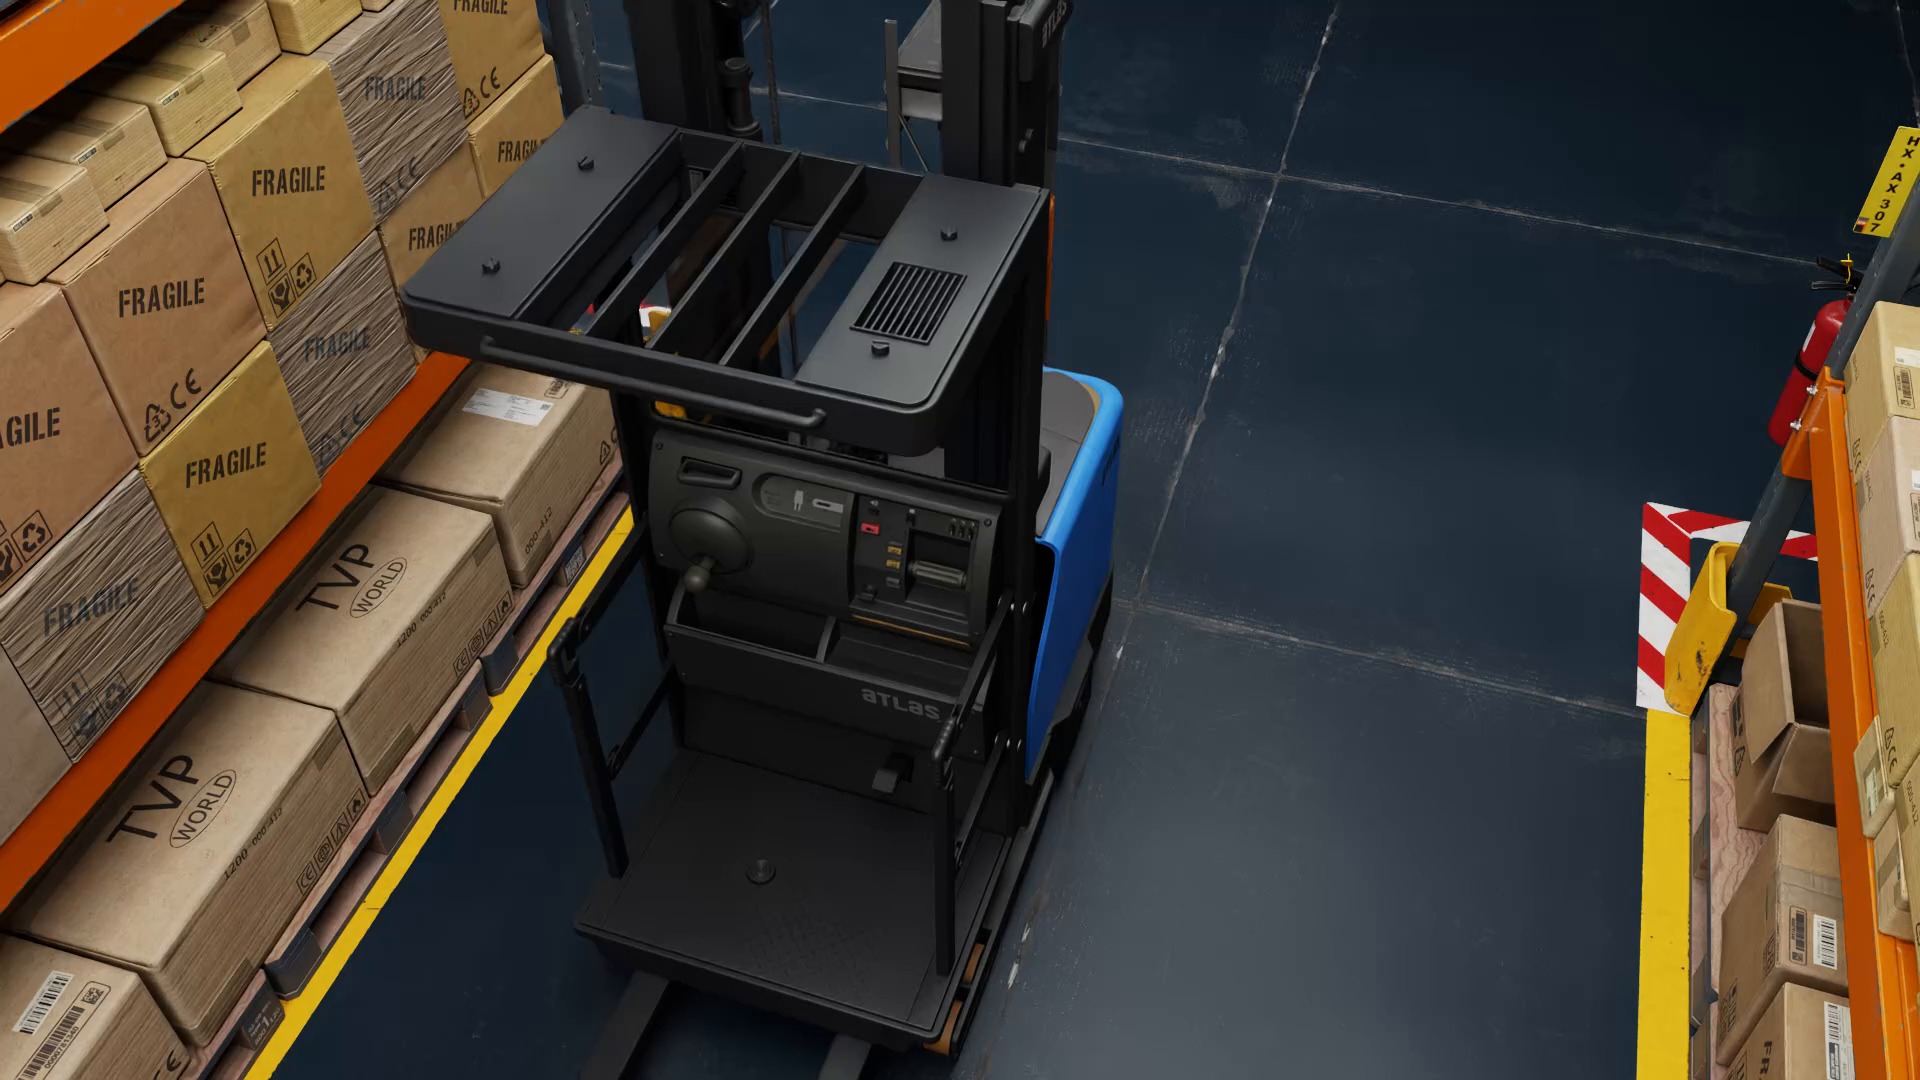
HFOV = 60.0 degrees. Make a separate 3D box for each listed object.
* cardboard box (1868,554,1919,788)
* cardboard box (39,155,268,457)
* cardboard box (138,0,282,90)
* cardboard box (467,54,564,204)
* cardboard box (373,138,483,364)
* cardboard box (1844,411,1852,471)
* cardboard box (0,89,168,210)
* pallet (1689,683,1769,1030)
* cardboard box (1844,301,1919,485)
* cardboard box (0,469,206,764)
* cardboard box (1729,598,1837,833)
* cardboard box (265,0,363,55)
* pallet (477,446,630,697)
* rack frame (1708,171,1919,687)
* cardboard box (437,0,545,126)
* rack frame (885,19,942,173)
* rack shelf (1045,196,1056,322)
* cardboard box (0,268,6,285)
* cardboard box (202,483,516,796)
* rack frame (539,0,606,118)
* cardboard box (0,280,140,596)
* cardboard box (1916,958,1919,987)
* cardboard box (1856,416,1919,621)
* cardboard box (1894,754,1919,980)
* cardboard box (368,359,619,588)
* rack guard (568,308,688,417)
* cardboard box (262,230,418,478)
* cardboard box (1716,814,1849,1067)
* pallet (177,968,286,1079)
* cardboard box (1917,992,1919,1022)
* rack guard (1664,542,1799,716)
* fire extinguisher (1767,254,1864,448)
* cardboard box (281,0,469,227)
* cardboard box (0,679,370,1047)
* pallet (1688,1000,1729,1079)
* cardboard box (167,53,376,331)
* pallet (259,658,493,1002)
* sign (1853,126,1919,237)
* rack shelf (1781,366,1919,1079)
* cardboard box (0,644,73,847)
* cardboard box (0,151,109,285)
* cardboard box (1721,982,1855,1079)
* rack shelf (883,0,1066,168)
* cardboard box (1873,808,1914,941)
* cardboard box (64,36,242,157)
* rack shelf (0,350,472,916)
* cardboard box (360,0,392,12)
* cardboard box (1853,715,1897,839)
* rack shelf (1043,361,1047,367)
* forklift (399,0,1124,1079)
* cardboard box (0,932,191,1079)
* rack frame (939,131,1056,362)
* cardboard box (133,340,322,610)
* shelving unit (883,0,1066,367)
[{"bbox_3d":[2.332,0.334,3.659,0.500,0.250,0.500,12,46,12],"label":"cardboard box"},{"bbox_3d":[-2.059,-0.586,3.917,0.500,0.500,0.500,12,46,12],"label":"cardboard box"},{"bbox_3d":[-1.935,-1.243,4.126,0.380,0.149,0.250,12,46,12],"label":"cardboard box"},{"bbox_3d":[-1.597,-1.241,5.302,0.500,0.500,0.500,13,46,13],"label":"cardboard box"},{"bbox_3d":[-1.763,-0.909,4.963,0.500,0.500,0.500,12,46,12],"label":"cardboard box"},{"bbox_3d":[2.668,-0.283,4.574,0.380,0.149,0.250,12,46,12],"label":"cardboard box"},{"bbox_3d":[-2.052,-0.893,3.768,0.380,0.149,0.250,14,46,14],"label":"cardboard box"},{"bbox_3d":[2.765,1.045,5.031,1.003,0.211,1.213,13,46,13],"label":"pallet"},{"bbox_3d":[2.635,-0.341,4.348,0.500,0.250,0.500,13,46,13],"label":"cardboard box"},{"bbox_3d":[-2.210,0.126,3.905,0.500,0.500,0.500,13,46,13],"label":"cardboard box"},{"bbox_3d":[2.753,0.596,4.981,0.797,0.503,0.637,11,45,11],"label":"cardboard box"},{"bbox_3d":[-1.788,-1.403,4.288,0.380,0.149,0.250,14,46,13],"label":"cardboard box"},{"bbox_3d":[-1.871,-0.036,6.136,1.003,0.211,1.213,13,46,13],"label":"pallet"},{"bbox_3d":[3.029,-0.534,4.651,1.000,3.000,0.127,13,46,13],"label":"rack frame"},{"bbox_3d":[-1.622,-1.604,4.958,0.500,0.500,0.500,14,46,14],"label":"cardboard box"},{"bbox_3d":[-0.024,-0.698,5.462,0.400,2.100,0.015,13,46,12],"label":"rack frame"},{"bbox_3d":[0.050,-0.851,5.638,0.431,0.518,0.480,13,46,12],"label":"rack shelf"},{"bbox_3d":[-2.232,-0.559,3.426,0.380,0.149,0.250,12,46,12],"label":"cardboard box"},{"bbox_3d":[-2.077,0.256,5.375,0.875,0.438,0.875,14,46,14],"label":"cardboard box"},{"bbox_3d":[-1.703,-1.583,5.723,1.000,3.000,0.127,13,46,13],"label":"rack frame"},{"bbox_3d":[-2.215,-0.250,3.574,0.500,0.500,0.500,13,46,13],"label":"cardboard box"},{"bbox_3d":[2.157,0.931,3.333,0.380,0.149,0.250,12,46,12],"label":"cardboard box"},{"bbox_3d":[2.482,-0.005,4.005,0.500,0.250,0.500,13,46,13],"label":"cardboard box"},{"bbox_3d":[2.197,0.679,3.306,0.500,0.250,0.500,11,46,11],"label":"cardboard box"},{"bbox_3d":[-1.808,-0.356,6.001,0.875,0.438,0.875,11,45,11],"label":"cardboard box"},{"bbox_3d":[-1.696,-0.705,6.613,1.175,0.500,0.348,13,46,13],"label":"rack guard"},{"bbox_3d":[-1.910,-0.564,4.611,0.500,0.500,0.500,14,46,14],"label":"cardboard box"},{"bbox_3d":[2.457,1.159,4.408,0.700,0.500,0.500,14,46,14],"label":"cardboard box"},{"bbox_3d":[-2.610,1.590,4.474,1.003,0.211,1.213,13,46,13],"label":"pallet"},{"bbox_3d":[2.040,1.022,2.956,0.500,0.250,0.500,12,46,12],"label":"cardboard box"},{"bbox_3d":[3.006,0.410,5.473,1.175,0.500,0.348,13,46,13],"label":"rack guard"},{"bbox_3d":[2.633,-0.569,5.008,0.296,0.674,0.183,13,46,13],"label":"fire extinguisher"},{"bbox_3d":[-1.752,-1.249,4.596,0.500,0.500,0.500,13,46,13],"label":"cardboard box"},{"bbox_3d":[-2.351,0.857,4.762,0.875,0.438,0.875,11,45,11],"label":"cardboard box"},{"bbox_3d":[2.394,1.856,4.203,1.003,0.211,1.213,13,46,13],"label":"pallet"},{"bbox_3d":[-1.905,-0.920,4.259,0.500,0.500,0.500,12,46,12],"label":"cardboard box"},{"bbox_3d":[-2.242,0.774,5.308,1.003,0.211,1.213,13,46,12],"label":"pallet"},{"bbox_3d":[2.512,-0.958,4.465,0.100,0.325,0.005,13,46,13],"label":"sign"},{"bbox_3d":[2.423,1.056,3.540,1.077,0.370,4.000,13,46,13],"label":"rack shelf"},{"bbox_3d":[-2.366,0.456,3.568,0.500,0.500,0.500,13,46,13],"label":"cardboard box"},{"bbox_3d":[-2.092,-0.708,3.579,0.380,0.149,0.250,13,46,13],"label":"cardboard box"},{"bbox_3d":[2.202,1.490,4.070,0.500,0.500,0.500,13,46,13],"label":"cardboard box"},{"bbox_3d":[0.050,-1.351,5.148,0.431,0.518,0.480,13,46,12],"label":"rack shelf"},{"bbox_3d":[2.170,0.745,3.524,0.380,0.149,0.250,14,46,13],"label":"cardboard box"},{"bbox_3d":[-1.955,-1.064,3.942,0.380,0.149,0.250,14,46,13],"label":"cardboard box"},{"bbox_3d":[-2.309,0.008,4.612,1.077,0.370,4.000,13,46,13],"label":"rack shelf"},{"bbox_3d":[-1.673,-1.562,4.451,0.380,0.149,0.250,12,46,12],"label":"cardboard box"},{"bbox_3d":[2.230,0.565,3.707,0.380,0.149,0.250,11,46,11],"label":"cardboard box"},{"bbox_3d":[0.050,-0.351,6.127,0.431,0.518,0.480,13,46,12],"label":"rack shelf"},{"bbox_3d":[-0.423,0.091,4.061,1.130,2.935,3.031,13,46,13],"label":"forklift"},{"bbox_3d":[-2.622,1.453,4.152,0.875,0.438,0.875,12,46,12],"label":"cardboard box"},{"bbox_3d":[0.124,-1.023,5.795,0.400,2.100,0.015,13,46,12],"label":"rack frame"},{"bbox_3d":[-2.054,-0.218,4.256,0.500,0.500,0.500,14,46,14],"label":"cardboard box"},{"bbox_3d":[0.050,-0.861,5.628,0.431,2.100,0.503,13,46,12],"label":"shelving unit"}]
